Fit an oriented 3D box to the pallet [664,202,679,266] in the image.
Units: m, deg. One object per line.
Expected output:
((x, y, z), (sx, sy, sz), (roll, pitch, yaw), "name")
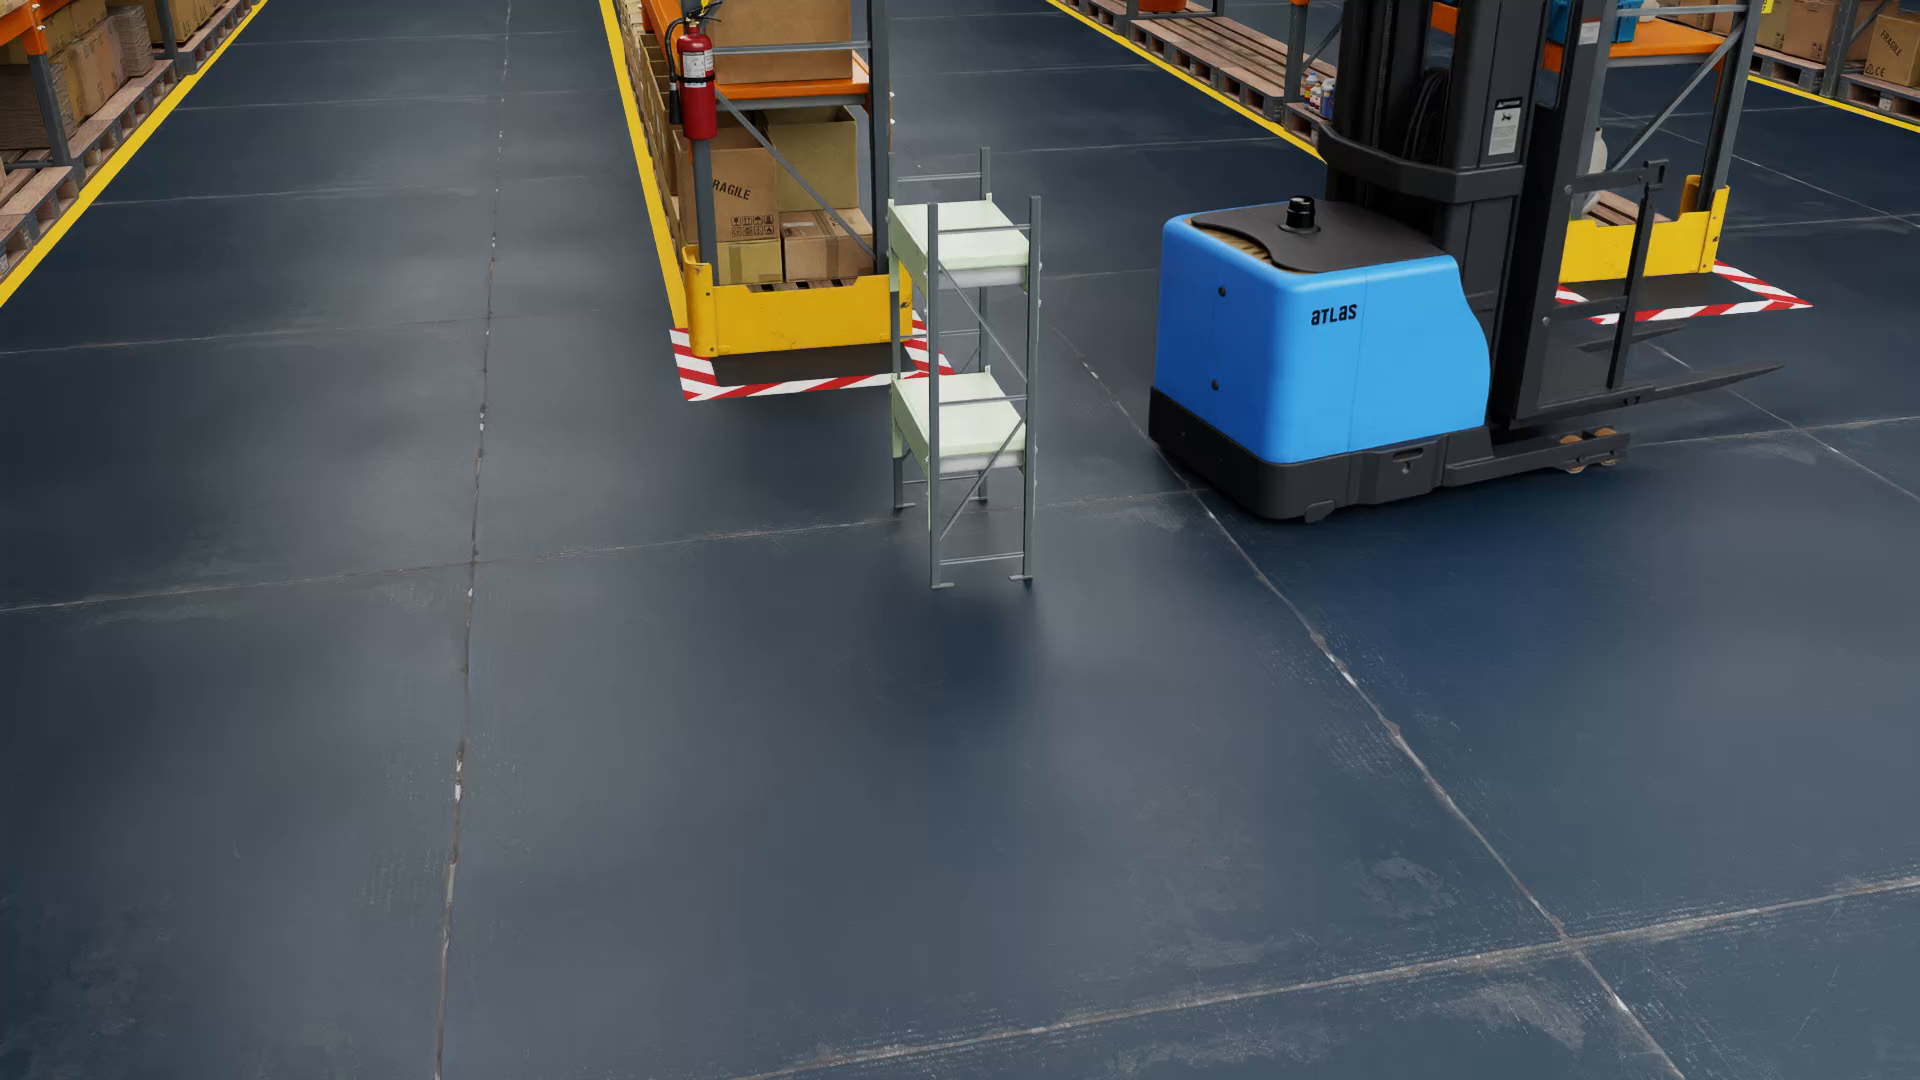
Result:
((-1.339, -2.047, 10.572), (1.003, 0.211, 1.213), (-6, 27, -12), "pallet")

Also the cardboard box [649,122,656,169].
((-1.839, -2.688, 11.332), (0.500, 0.250, 0.500), (-6, 27, -12), "cardboard box")

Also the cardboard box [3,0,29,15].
((-6.179, -3.442, 10.386), (0.500, 0.250, 0.500), (-6, 27, -11), "cardboard box")

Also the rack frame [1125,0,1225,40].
((2.169, -6.440, 16.179), (1.000, 3.000, 0.127), (-6, 27, -12), "rack frame")

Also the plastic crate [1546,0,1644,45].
((3.568, -3.051, 9.630), (0.499, 0.251, 0.616), (-6, 27, -12), "plastic crate")

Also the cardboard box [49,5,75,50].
((-6.987, -3.835, 12.473), (0.500, 0.250, 0.500), (-7, 28, -13), "cardboard box")

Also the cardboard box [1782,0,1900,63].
((7.779, -4.539, 14.699), (0.700, 0.500, 0.500), (-8, 28, -16), "cardboard box")

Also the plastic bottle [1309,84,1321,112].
((2.738, -3.402, 12.778), (0.097, 0.201, 0.097), (0, 27, 0), "plastic bottle")

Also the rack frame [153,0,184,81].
((-7.483, -5.434, 14.186), (1.000, 3.000, 0.127), (-6, 27, -12), "rack frame")

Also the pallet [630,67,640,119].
((-2.238, -3.794, 14.032), (1.003, 0.211, 1.213), (-6, 27, -12), "pallet")

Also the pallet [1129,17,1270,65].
((2.306, -4.851, 16.126), (1.003, 0.211, 1.213), (-6, 27, -12), "pallet")

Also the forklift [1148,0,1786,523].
((2.415, -1.806, 7.076), (3.031, 2.935, 1.130), (-11, 29, -21), "forklift")

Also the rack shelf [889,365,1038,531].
((0.002, -0.376, 6.553), (0.431, 0.370, 0.720), (-6, 27, -12), "rack shelf")

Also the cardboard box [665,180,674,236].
((-1.502, -2.029, 10.027), (0.500, 0.250, 0.500), (-6, 27, -12), "cardboard box")

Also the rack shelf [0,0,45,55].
((-6.131, -2.478, 9.130), (1.077, 0.370, 4.000), (-6, 27, -12), "rack shelf")

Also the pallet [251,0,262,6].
((-8.479, -6.287, 18.971), (1.003, 0.211, 1.213), (-6, 27, -12), "pallet")

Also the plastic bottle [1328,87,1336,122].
((2.848, -3.301, 12.413), (0.144, 0.351, 0.185), (-5, 27, -10), "plastic bottle")

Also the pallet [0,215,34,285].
((-6.117, -1.605, 9.695), (1.003, 0.211, 1.213), (-6, 27, -12), "pallet")

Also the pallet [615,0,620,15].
((-3.339, -6.096, 18.594), (1.003, 0.211, 1.213), (-6, 27, -12), "pallet")

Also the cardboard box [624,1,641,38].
((-2.586, -4.435, 14.171), (0.500, 0.311, 0.500), (-7, 28, -13), "cardboard box")

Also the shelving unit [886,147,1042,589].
((0.002, -0.667, 6.406), (0.431, 1.500, 0.755), (-6, 27, -12), "shelving unit")

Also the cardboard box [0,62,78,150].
((-6.763, -3.080, 11.808), (0.700, 0.500, 0.500), (-5, 27, -10), "cardboard box")

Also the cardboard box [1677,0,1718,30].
((7.437, -5.241, 16.090), (0.700, 0.500, 0.500), (-4, 27, -7), "cardboard box")

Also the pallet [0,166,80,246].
((-6.396, -2.141, 10.759), (1.003, 0.211, 1.213), (-6, 27, -12), "pallet")

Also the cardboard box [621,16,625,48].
((-2.826, -4.638, 15.196), (0.500, 0.250, 0.500), (-6, 27, -12), "cardboard box")

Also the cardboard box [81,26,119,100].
((-7.127, -3.750, 13.137), (0.700, 0.500, 0.500), (-6, 27, -12), "cardboard box")

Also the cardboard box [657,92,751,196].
((-1.505, -2.364, 9.857), (0.500, 0.500, 0.500), (-6, 27, -12), "cardboard box")

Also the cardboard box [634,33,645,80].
((-2.250, -3.769, 12.851), (0.500, 0.311, 0.500), (-5, 27, -10), "cardboard box")

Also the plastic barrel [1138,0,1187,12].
((2.043, -5.871, 16.996), (0.600, 0.830, 0.708), (-6, 27, -12), "plastic barrel")

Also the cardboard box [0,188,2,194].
((-6.309, -2.307, 10.277), (0.500, 0.500, 0.500), (-8, 28, -15), "cardboard box")

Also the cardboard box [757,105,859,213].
((-0.873, -2.198, 9.530), (0.500, 0.500, 0.500), (-6, 27, -12), "cardboard box")

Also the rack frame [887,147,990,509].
((-0.081, -0.827, 6.725), (0.400, 1.500, 0.023), (-6, 27, -12), "rack frame")

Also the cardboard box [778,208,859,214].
((-0.875, -1.863, 9.698), (0.500, 0.250, 0.500), (-6, 27, -12), "cardboard box")

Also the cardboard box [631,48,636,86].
((-2.473, -3.965, 13.862), (0.500, 0.250, 0.500), (-5, 27, -11), "cardboard box")

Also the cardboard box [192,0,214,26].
((-7.712, -5.383, 16.005), (0.750, 0.750, 0.750), (-6, 27, -12), "cardboard box")

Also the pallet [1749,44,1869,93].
((7.719, -4.283, 15.002), (1.003, 0.211, 1.213), (-6, 27, -12), "pallet")

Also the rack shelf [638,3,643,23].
((-2.207, -4.739, 13.609), (1.077, 0.370, 4.000), (-6, 27, -12), "rack shelf")

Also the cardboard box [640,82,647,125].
((-2.132, -3.295, 12.534), (0.500, 0.250, 0.500), (-6, 27, -12), "cardboard box")

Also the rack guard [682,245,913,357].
((-0.849, -1.300, 8.770), (1.175, 0.500, 0.348), (-6, 27, -12), "rack guard")

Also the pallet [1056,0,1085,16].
((1.680, -6.071, 18.544), (1.003, 0.211, 1.213), (-6, 27, -12), "pallet")

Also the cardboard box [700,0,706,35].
((-1.070, -2.907, 9.070), (0.700, 0.500, 0.500), (-5, 27, -10), "cardboard box")

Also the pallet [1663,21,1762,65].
((7.441, -4.820, 16.065), (1.003, 0.211, 1.213), (-6, 27, -12), "pallet")

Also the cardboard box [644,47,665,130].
((-1.836, -3.023, 11.163), (0.500, 0.500, 0.500), (-6, 27, -12), "cardboard box")
